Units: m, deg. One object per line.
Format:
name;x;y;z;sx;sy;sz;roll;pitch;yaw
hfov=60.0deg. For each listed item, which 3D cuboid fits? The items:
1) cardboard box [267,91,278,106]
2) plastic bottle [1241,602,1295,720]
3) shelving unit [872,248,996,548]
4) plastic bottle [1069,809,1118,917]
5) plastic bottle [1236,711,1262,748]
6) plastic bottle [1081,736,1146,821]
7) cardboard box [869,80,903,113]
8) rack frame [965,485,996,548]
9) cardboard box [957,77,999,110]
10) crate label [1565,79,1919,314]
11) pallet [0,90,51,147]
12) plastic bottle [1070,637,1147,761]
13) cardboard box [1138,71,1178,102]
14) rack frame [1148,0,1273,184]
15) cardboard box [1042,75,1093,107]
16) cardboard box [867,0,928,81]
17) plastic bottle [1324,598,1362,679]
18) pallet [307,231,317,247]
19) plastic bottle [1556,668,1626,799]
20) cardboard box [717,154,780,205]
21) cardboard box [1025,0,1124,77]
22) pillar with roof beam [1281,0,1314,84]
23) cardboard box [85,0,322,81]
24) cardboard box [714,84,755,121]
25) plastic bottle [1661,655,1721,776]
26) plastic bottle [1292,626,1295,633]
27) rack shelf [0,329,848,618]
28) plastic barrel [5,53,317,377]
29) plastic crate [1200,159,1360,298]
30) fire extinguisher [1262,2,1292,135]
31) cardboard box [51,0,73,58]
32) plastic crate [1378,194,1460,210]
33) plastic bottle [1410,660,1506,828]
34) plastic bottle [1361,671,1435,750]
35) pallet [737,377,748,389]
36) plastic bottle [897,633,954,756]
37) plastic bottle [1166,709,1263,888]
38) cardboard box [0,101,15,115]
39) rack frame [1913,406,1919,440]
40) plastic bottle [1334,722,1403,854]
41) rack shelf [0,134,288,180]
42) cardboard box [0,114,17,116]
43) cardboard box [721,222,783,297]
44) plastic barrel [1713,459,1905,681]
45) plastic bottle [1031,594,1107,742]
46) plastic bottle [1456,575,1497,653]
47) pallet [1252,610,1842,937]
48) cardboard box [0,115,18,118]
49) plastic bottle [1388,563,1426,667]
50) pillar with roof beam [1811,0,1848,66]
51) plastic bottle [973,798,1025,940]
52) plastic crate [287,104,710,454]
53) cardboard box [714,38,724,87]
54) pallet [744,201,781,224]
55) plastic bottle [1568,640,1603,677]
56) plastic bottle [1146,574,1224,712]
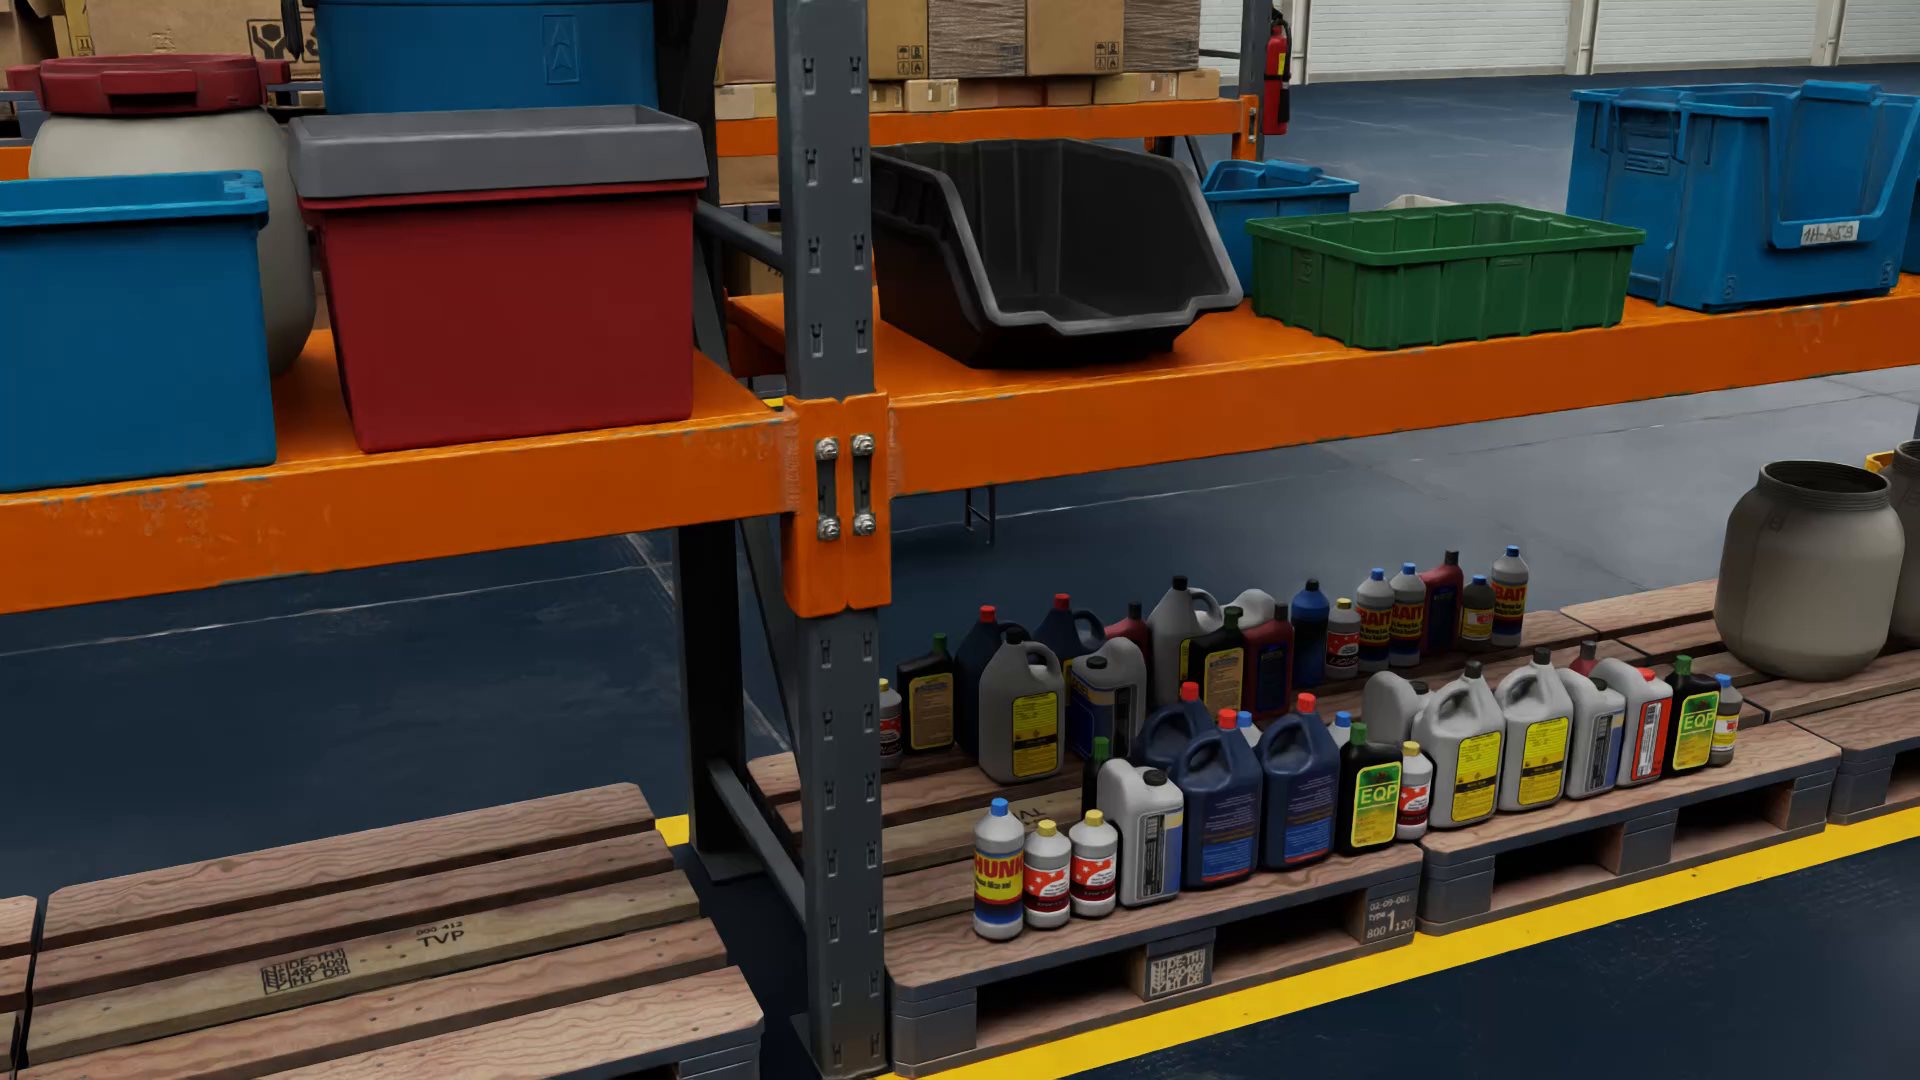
cardboard box;-8.723;-5.601;20.356;0.625;0.625;0.875;-7;21;-20
plastic bottle;0.752;0.296;4.092;0.133;0.283;0.061;-8;21;-22
shelving unit;-0.152;-0.544;5.761;0.503;1.200;0.258;-8;21;-22
plastic bottle;0.261;0.628;3.273;0.097;0.201;0.097;0;19;0
plastic bottle;0.599;0.495;3.547;0.097;0.271;0.097;0;19;0
plastic bottle;0.318;0.533;3.420;0.133;0.283;0.061;-8;21;-22
cardboard box;-0.454;-2.126;7.922;0.250;0.149;0.380;-8;21;-22
rack frame;0.072;-0.576;5.852;0.015;1.200;0.240;-8;21;-22
cardboard box;-0.002;-2.198;8.125;0.250;0.149;0.380;-8;21;-22
crate label;1.698;-0.768;3.632;0.616;0.435;0.502;-8;21;-22
pallet;-4.225;-1.716;6.668;1.213;0.211;1.003;-8;21;-22
plastic bottle;0.343;0.372;3.888;0.135;0.276;0.152;-8;21;-22
cardboard box;0.909;-2.334;8.513;0.250;0.149;0.380;-8;21;-22
rack frame;1.319;-2.586;8.850;0.127;3.000;1.000;-8;21;-22
cardboard box;0.465;-2.258;8.295;0.250;0.149;0.380;-8;21;-22
cardboard box;-0.548;-2.492;7.985;0.500;0.500;0.875;-8;21;-22
plastic bottle;0.995;0.252;4.342;0.097;0.201;0.097;0;19;0
pallet;-4.904;-2.146;11.798;1.213;0.211;1.003;-8;21;-22
plastic bottle;1.399;0.420;3.751;0.135;0.276;0.152;-9;21;-23
cardboard box;-1.956;-3.082;12.825;0.875;0.875;0.875;-9;21;-23
cardboard box;0.392;-2.607;8.311;0.500;0.500;0.875;-8;21;-22
pillar with roof beam;7.152;-10.400;22.009;0.400;9.000;9.100;-8;21;-22
cardboard box;-3.139;-2.479;7.010;1.000;1.000;1.000;-8;21;-22
cardboard box;-1.112;-2.004;7.576;0.250;0.149;0.380;-8;21;-22
plastic bottle;1.668;0.394;3.813;0.133;0.283;0.061;-8;21;-21
plastic bottle;0.807;0.279;4.265;0.097;0.201;0.097;0;19;0
rack shelf;-2.228;0.053;2.438;4.000;0.370;1.077;-8;21;-22
plastic barrel;-1.357;-0.554;2.876;0.433;0.535;0.433;0;19;0
plastic crate;0.517;-0.708;3.739;0.616;0.251;0.499;-8;21;-22
fire extinguisher;1.607;-2.424;8.506;0.183;0.674;0.296;-8;21;-22
cardboard box;-5.992;-3.282;10.676;0.500;0.500;0.500;-8;21;-22
plastic crate;0.999;-0.716;3.935;0.437;0.136;0.530;-8;21;-22
plastic bottle;1.077;0.432;3.604;0.185;0.351;0.144;-8;21;-22
plastic bottle;0.996;0.426;3.735;0.135;0.276;0.152;-8;21;-22
pallet;-1.751;-0.844;8.100;1.213;0.211;1.003;-8;21;-22
plastic bottle;-0.081;0.361;3.909;0.133;0.283;0.061;-7;21;-19
plastic bottle;0.514;0.513;3.375;0.185;0.351;0.144;-8;21;-20
cardboard box;-11.343;-5.225;19.287;0.625;0.625;0.875;-7;21;-20
rack frame;3.281;-1.076;4.560;0.127;3.000;1.000;-8;21;-22
plastic bottle;0.855;0.511;3.482;0.133;0.283;0.061;-7;21;-20
rack shelf;-4.190;-1.457;6.728;4.000;0.370;1.077;-8;21;-22
cardboard box;-8.755;-3.685;15.296;0.625;0.372;0.950;-9;21;-23
cardboard box;-0.909;-1.302;8.336;0.500;0.500;0.500;-10;22;-27
plastic barrel;2.247;0.076;4.404;0.421;0.512;0.421;0;19;0
plastic bottle;0.262;0.295;3.994;0.185;0.351;0.144;-9;21;-25
plastic bottle;1.398;0.194;4.506;0.097;0.201;0.097;0;19;0
pallet;1.363;0.529;4.203;1.213;0.211;1.003;-8;21;-22
cardboard box;-6.502;-2.365;10.977;0.750;0.750;1.050;-8;21;-21
plastic bottle;1.178;0.192;4.405;0.097;0.271;0.097;0;19;0
pillar with roof beam;18.170;-11.979;26.493;0.400;9.000;9.100;-8;21;-22
plastic bottle;0.074;0.622;3.185;0.097;0.271;0.097;0;19;0
plastic crate;-0.715;-0.422;2.609;0.583;0.464;0.402;-8;21;-22
cardboard box;-1.443;-2.343;7.560;0.500;0.500;0.875;-8;21;-22
pallet;-1.256;-2.667;13.280;1.213;0.211;1.003;-8;21;-22
plastic bottle;1.483;0.366;3.894;0.133;0.283;0.061;-8;21;-22
plastic bottle;0.558;0.252;4.115;0.185;0.351;0.144;-8;21;-22
